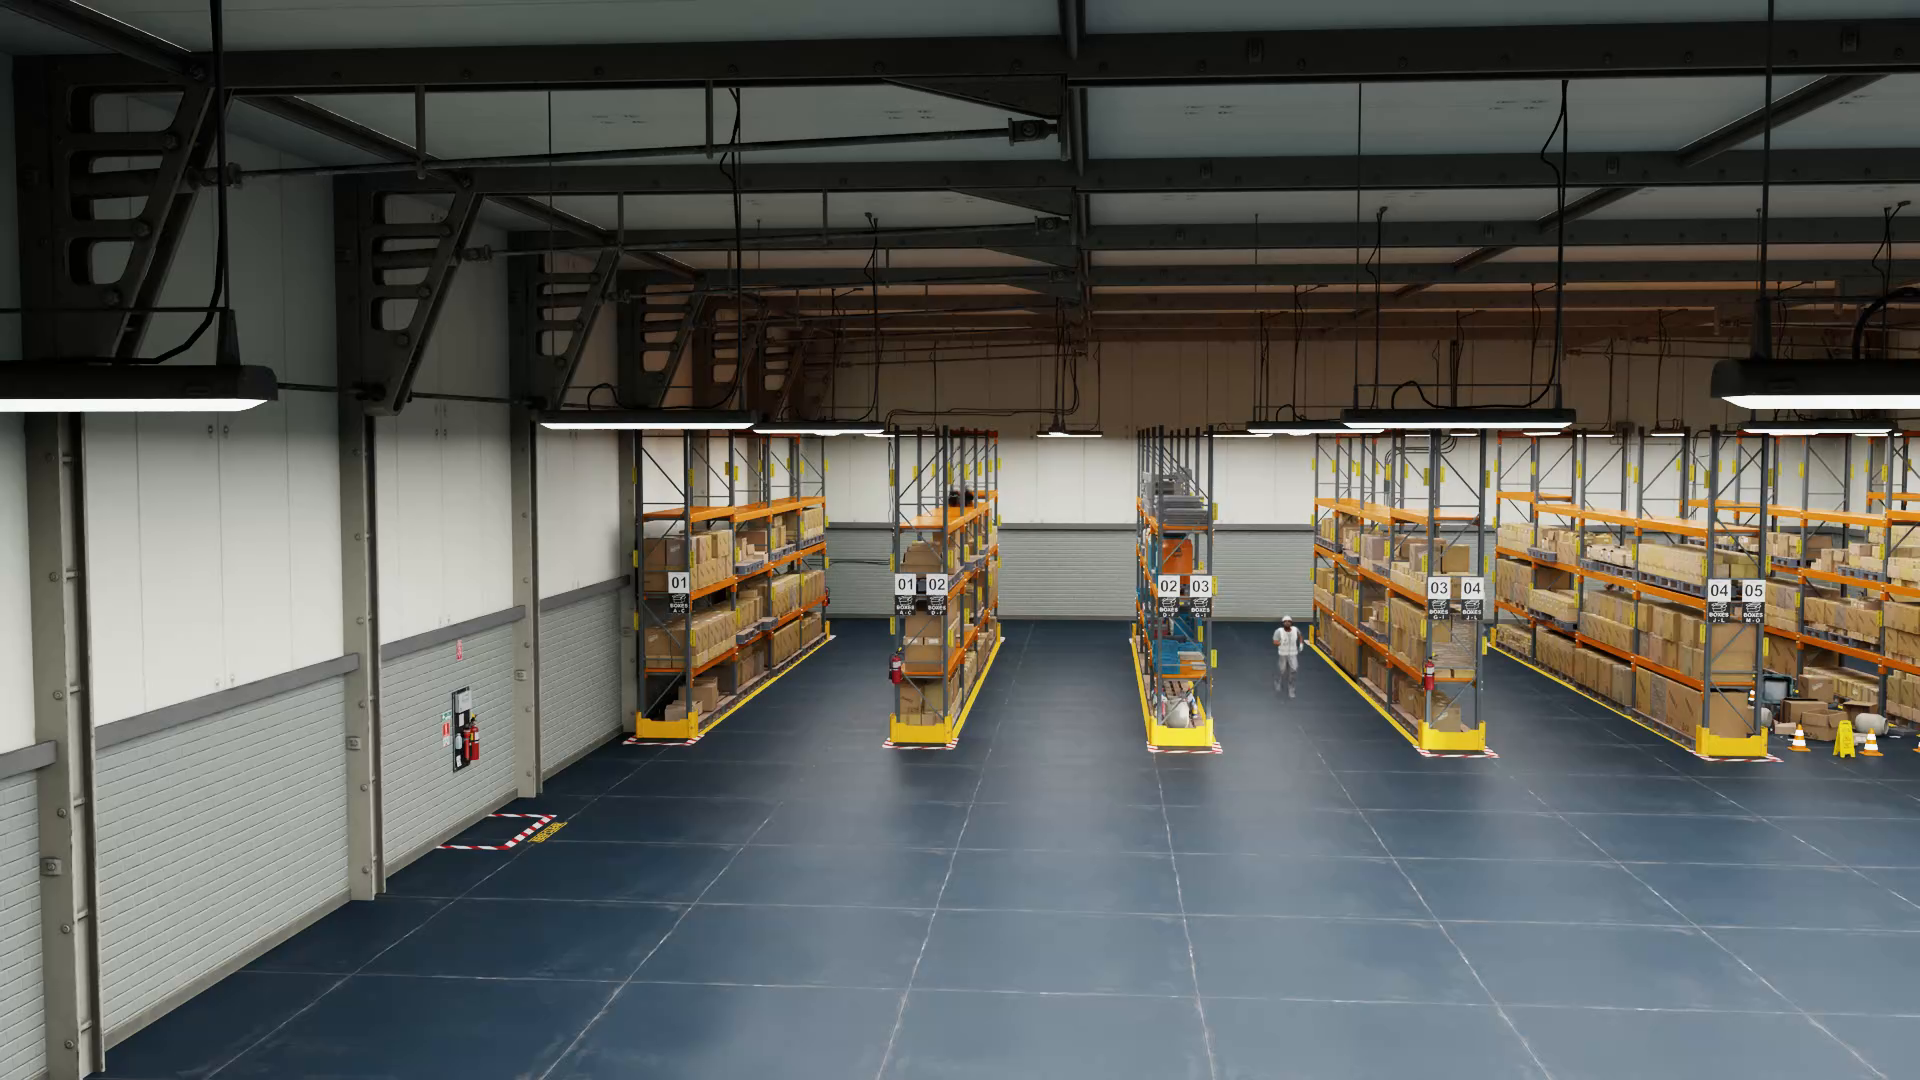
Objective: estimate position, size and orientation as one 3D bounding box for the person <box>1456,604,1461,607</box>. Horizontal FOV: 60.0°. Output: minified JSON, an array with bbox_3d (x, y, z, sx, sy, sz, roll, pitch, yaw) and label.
[{"bbox_3d":[12.381,2.405,41.268,0.593,1.696,0.856,0,3,-2],"label":"person"}]

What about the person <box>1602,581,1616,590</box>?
[{"bbox_3d":[18.334,2.000,46.948,0.880,1.824,0.598,0,3,0],"label":"person"}]

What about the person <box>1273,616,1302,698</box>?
[{"bbox_3d":[7.331,2.595,37.230,0.693,1.828,0.922,0,3,1],"label":"person"}]
